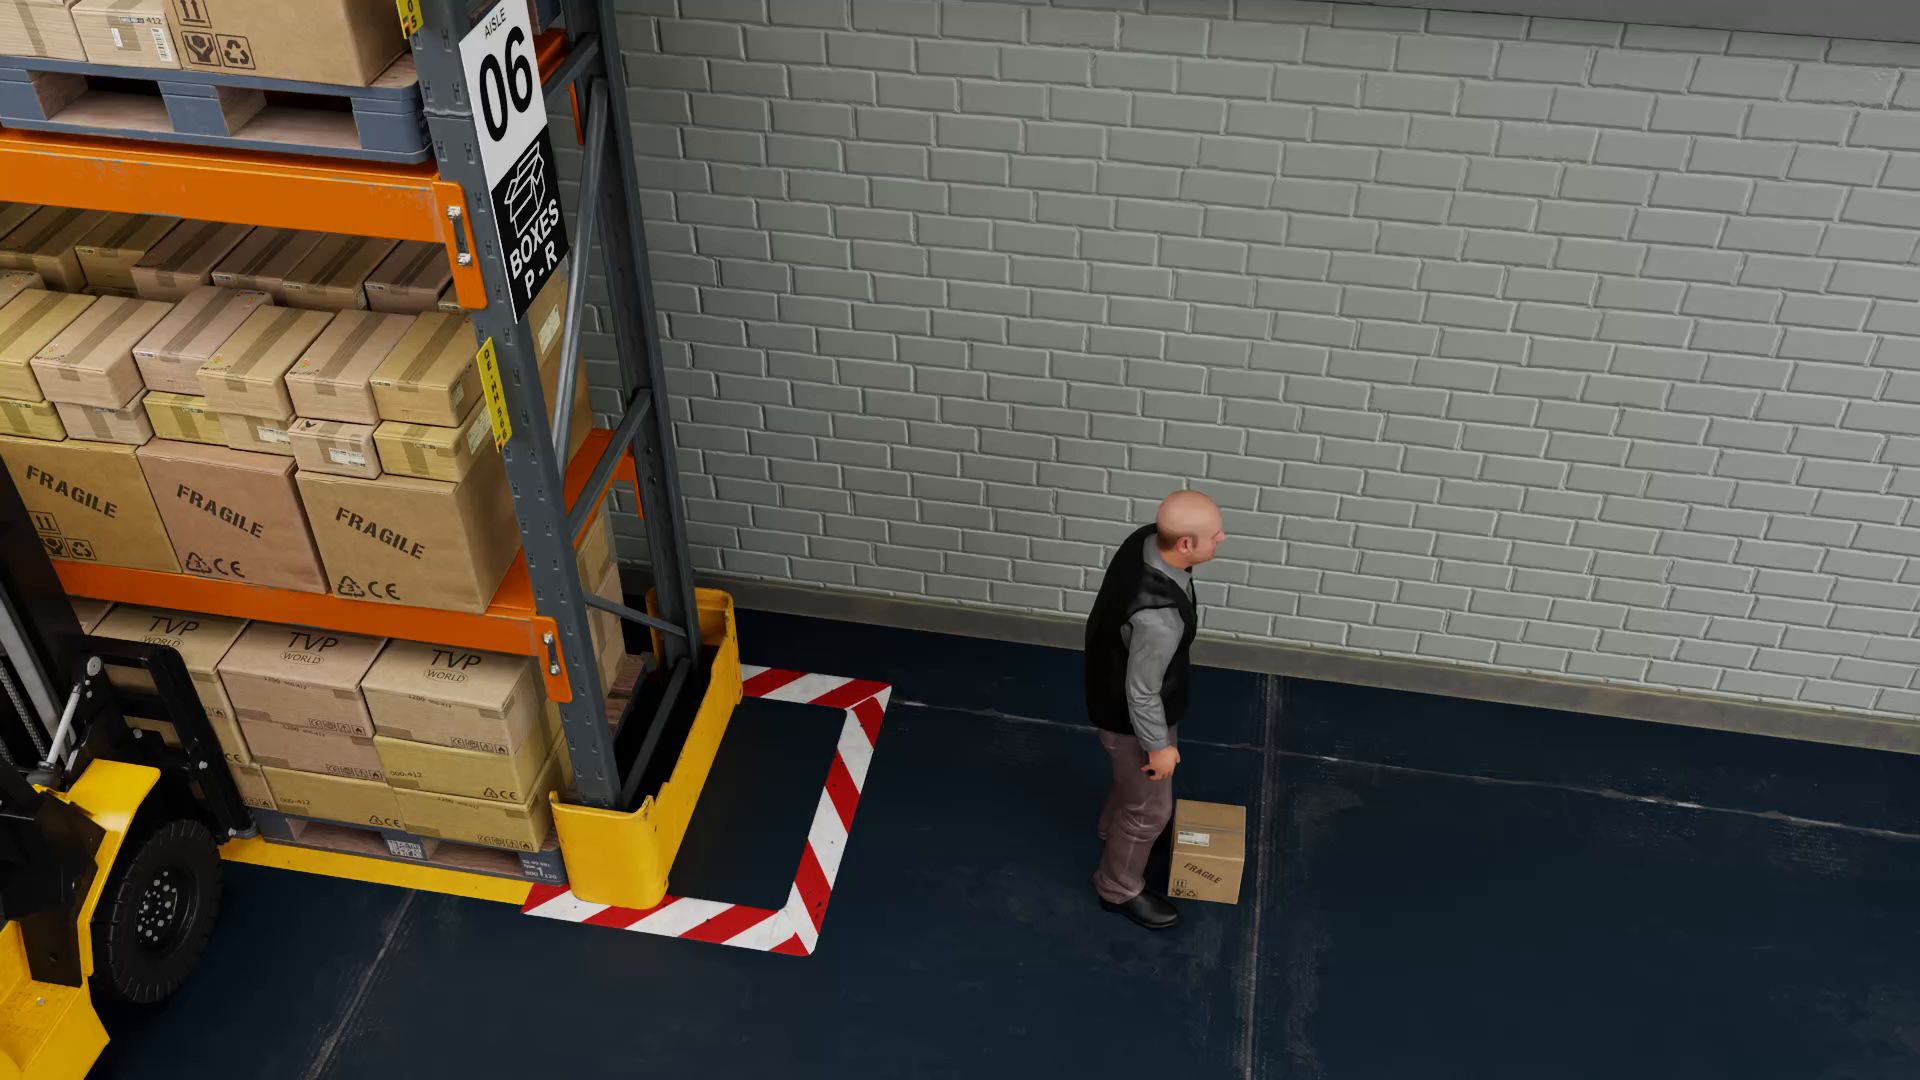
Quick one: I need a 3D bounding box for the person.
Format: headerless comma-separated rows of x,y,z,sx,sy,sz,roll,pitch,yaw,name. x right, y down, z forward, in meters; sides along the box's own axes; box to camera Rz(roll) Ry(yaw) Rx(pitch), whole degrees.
0.611,0.528,5.551,0.410,1.722,0.589,5,41,6,person
